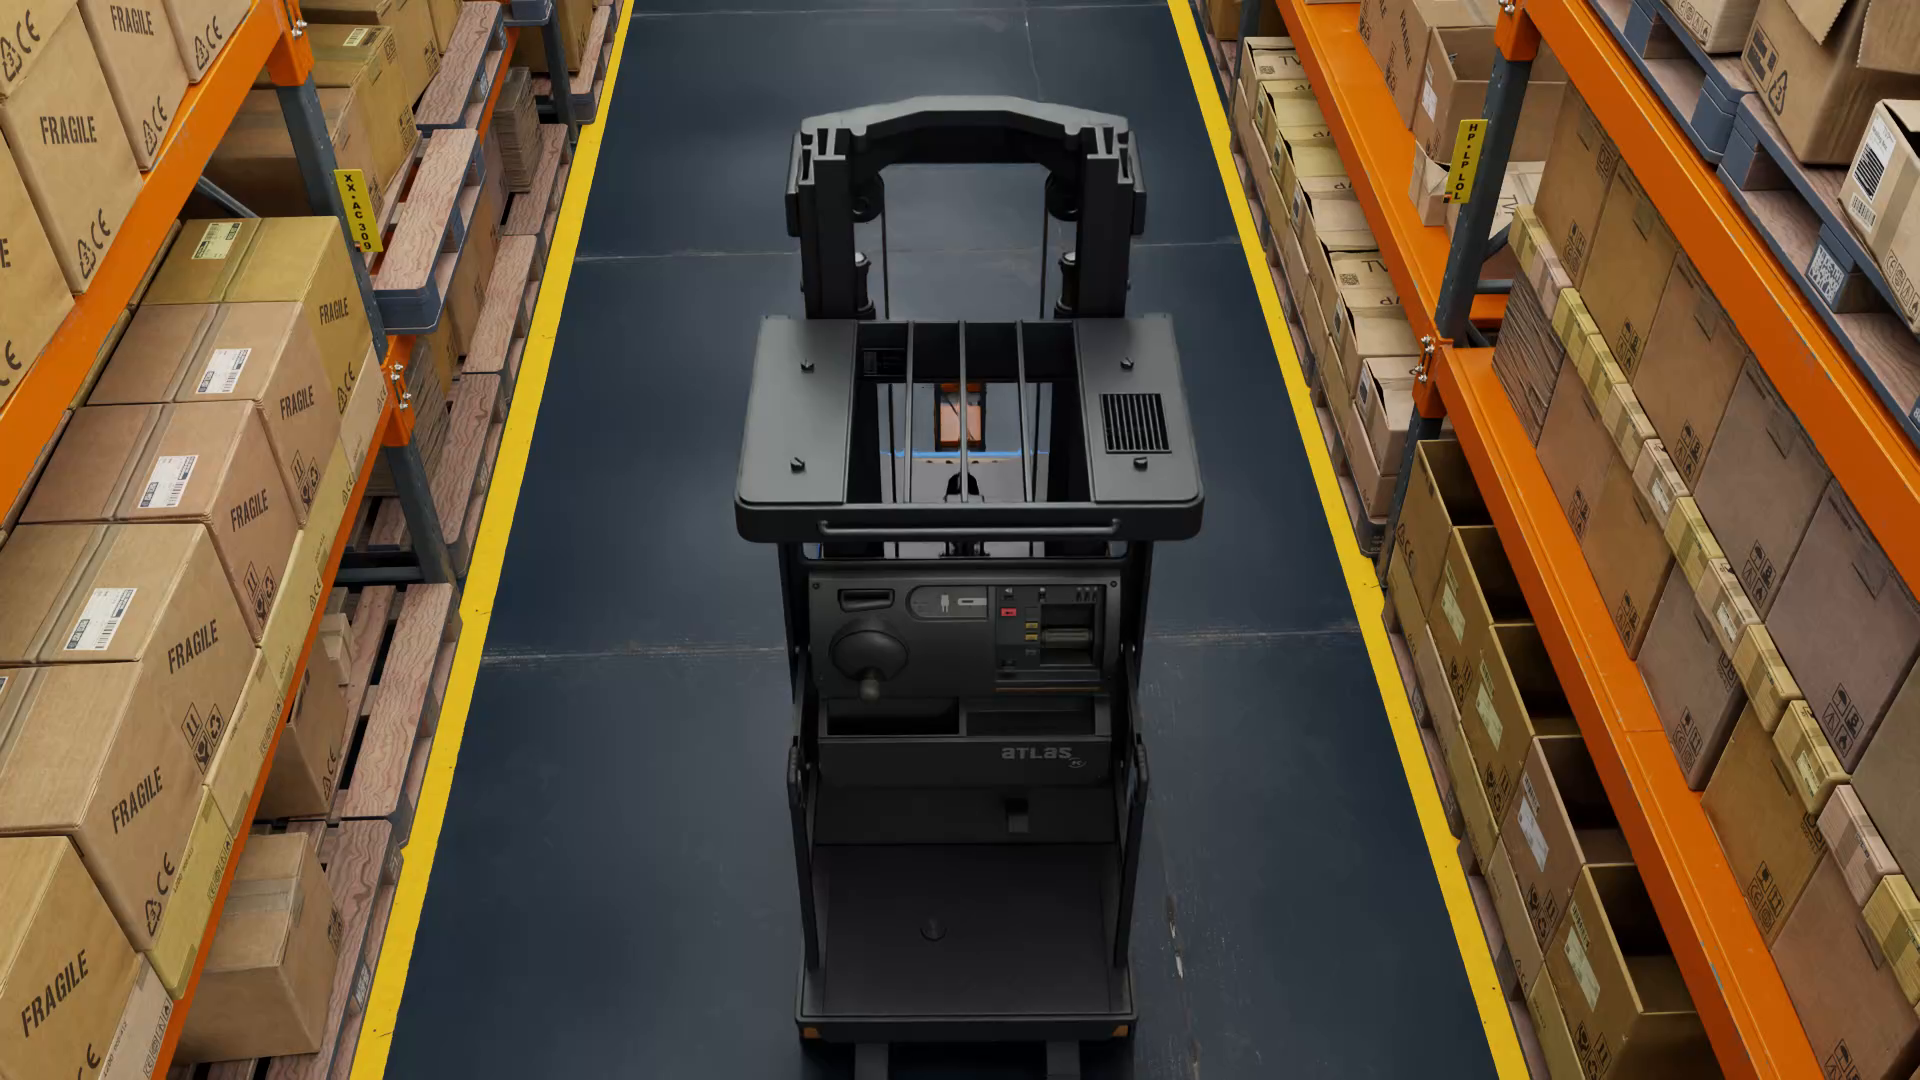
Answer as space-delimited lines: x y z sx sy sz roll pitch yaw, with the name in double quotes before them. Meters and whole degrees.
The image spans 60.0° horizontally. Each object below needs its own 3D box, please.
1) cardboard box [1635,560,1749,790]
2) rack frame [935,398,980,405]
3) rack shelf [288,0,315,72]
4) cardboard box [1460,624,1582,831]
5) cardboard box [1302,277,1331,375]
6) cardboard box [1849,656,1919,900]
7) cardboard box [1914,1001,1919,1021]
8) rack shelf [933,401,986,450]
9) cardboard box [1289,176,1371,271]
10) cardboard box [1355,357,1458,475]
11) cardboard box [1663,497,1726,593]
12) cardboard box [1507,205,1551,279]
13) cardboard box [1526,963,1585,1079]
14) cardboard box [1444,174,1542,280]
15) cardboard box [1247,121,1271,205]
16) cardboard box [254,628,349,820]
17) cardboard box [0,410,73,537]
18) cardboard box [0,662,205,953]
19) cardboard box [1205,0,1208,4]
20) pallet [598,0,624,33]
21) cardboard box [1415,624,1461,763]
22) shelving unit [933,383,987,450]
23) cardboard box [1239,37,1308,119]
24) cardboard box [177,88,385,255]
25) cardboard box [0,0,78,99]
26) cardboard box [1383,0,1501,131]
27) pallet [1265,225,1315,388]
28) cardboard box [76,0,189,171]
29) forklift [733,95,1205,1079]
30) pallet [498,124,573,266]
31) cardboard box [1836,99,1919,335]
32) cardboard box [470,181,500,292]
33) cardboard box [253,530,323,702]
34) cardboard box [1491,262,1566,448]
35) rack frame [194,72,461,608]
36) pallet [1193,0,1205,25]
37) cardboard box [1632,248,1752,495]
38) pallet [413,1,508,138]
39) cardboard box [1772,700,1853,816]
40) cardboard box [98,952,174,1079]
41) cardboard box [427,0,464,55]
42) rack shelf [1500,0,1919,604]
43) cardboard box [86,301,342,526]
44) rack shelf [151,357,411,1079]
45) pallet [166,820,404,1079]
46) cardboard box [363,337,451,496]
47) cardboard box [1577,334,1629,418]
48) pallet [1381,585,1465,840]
"cardboard box" 2.407 0.356 4.718 0.700 0.500 0.500 0 43 -1
"rack frame" -0.007 -0.506 7.174 0.200 1.050 0.008 -2 43 -2
"rack shelf" -2.721 -2.994 6.758 1.077 0.370 4.000 -2 43 -2
"cardboard box" 2.063 0.632 5.659 0.500 0.500 0.500 -2 43 -2
"cardboard box" 1.964 -1.047 8.046 0.500 0.250 0.500 -1 43 -1
"cardboard box" 2.446 0.532 3.566 0.700 0.500 0.500 -3 43 -3
"cardboard box" 2.264 1.048 3.483 0.380 0.149 0.250 -1 43 -1
"rack shelf" -0.002 -0.415 7.092 0.215 0.259 0.240 -2 43 -2
"cardboard box" 1.945 -1.588 8.221 0.500 0.311 0.500 -2 43 -2
"cardboard box" 2.010 -0.561 7.100 0.500 0.311 0.500 -2 43 -2
"cardboard box" 2.200 0.009 4.616 0.380 0.149 0.250 -2 43 -2
"cardboard box" 2.131 -1.036 5.756 0.380 0.149 0.250 -2 43 -2
"cardboard box" 2.109 1.583 5.176 0.500 0.250 0.500 -2 43 -2
"cardboard box" 2.249 -1.223 6.625 0.500 0.250 0.500 1 43 1
"cardboard box" 1.894 -2.088 9.182 0.500 0.250 0.500 -3 43 -3
"cardboard box" -2.552 0.656 5.988 0.500 0.500 0.500 -5 43 -5
"cardboard box" -2.791 -0.022 4.745 0.500 0.500 0.500 -1 43 -1
"cardboard box" -2.213 0.655 4.006 0.500 0.500 0.500 -3 43 -3
"cardboard box" 1.847 -3.863 10.918 0.500 0.500 0.500 -3 43 -3
"pallet" -2.813 -3.831 11.423 1.003 0.211 1.213 -2 43 -2
"cardboard box" 2.046 0.571 6.281 0.500 0.250 0.500 -2 43 -2
"shelving unit" -0.002 -0.423 7.084 0.215 1.050 0.252 -2 43 -2
"cardboard box" 1.872 -2.634 9.362 0.500 0.311 0.500 0 43 0
"cardboard box" -2.623 -1.346 6.249 0.700 0.500 0.500 -2 43 -2
"cardboard box" -2.277 -1.269 3.515 0.500 0.500 0.500 -3 43 -3
"cardboard box" 2.253 -2.197 7.503 0.500 0.500 0.500 -2 43 -2
"pallet" 2.188 -1.241 8.598 1.003 0.211 1.213 -2 43 -2
"cardboard box" -2.359 -1.277 4.264 0.500 0.500 0.500 -5 43 -5
"forklift" 0.018 0.370 4.827 1.130 2.935 3.031 0 43 0
"pallet" -2.774 -1.948 9.368 1.003 0.211 1.213 -2 43 -2
"cardboard box" 2.147 -0.672 3.344 0.500 0.311 0.500 3 43 3
"cardboard box" -2.768 -1.574 8.421 0.700 0.500 0.500 -2 43 -2
"cardboard box" -2.263 0.232 5.023 0.500 0.250 0.500 -2 43 -2
"cardboard box" 2.338 -0.685 5.853 0.700 0.500 0.500 -3 43 -3
"rack frame" -2.636 -0.803 6.056 1.000 3.000 0.127 -2 43 -2
"pallet" 2.101 -3.947 11.549 1.003 0.211 1.213 -2 43 -2
"cardboard box" 2.382 -0.484 4.674 0.700 0.500 0.500 -2 43 -2
"pallet" -2.681 -2.097 7.610 1.003 0.211 1.213 -2 43 -2
"cardboard box" 2.233 0.528 4.050 0.380 0.149 0.250 0 43 0
"cardboard box" -2.206 1.257 3.905 0.500 0.250 0.500 -3 43 -3
"cardboard box" -2.701 -2.545 7.556 0.700 0.500 0.500 -2 43 -2
"rack shelf" 2.398 -0.438 3.970 1.077 0.370 4.000 -2 43 -2
"cardboard box" -2.280 -0.384 5.140 0.500 0.500 0.500 -2 43 -2
"rack shelf" -2.551 0.813 4.826 1.077 0.370 4.000 -2 43 -2
"pallet" -2.517 1.503 5.604 1.003 0.211 1.213 -2 43 -2
"cardboard box" -2.684 -0.540 7.293 0.700 0.500 0.500 0 43 0
"cardboard box" 2.167 -0.516 5.189 0.380 0.149 0.250 -2 43 -2
"pallet" 2.305 0.619 6.569 1.003 0.211 1.213 -2 43 -2
